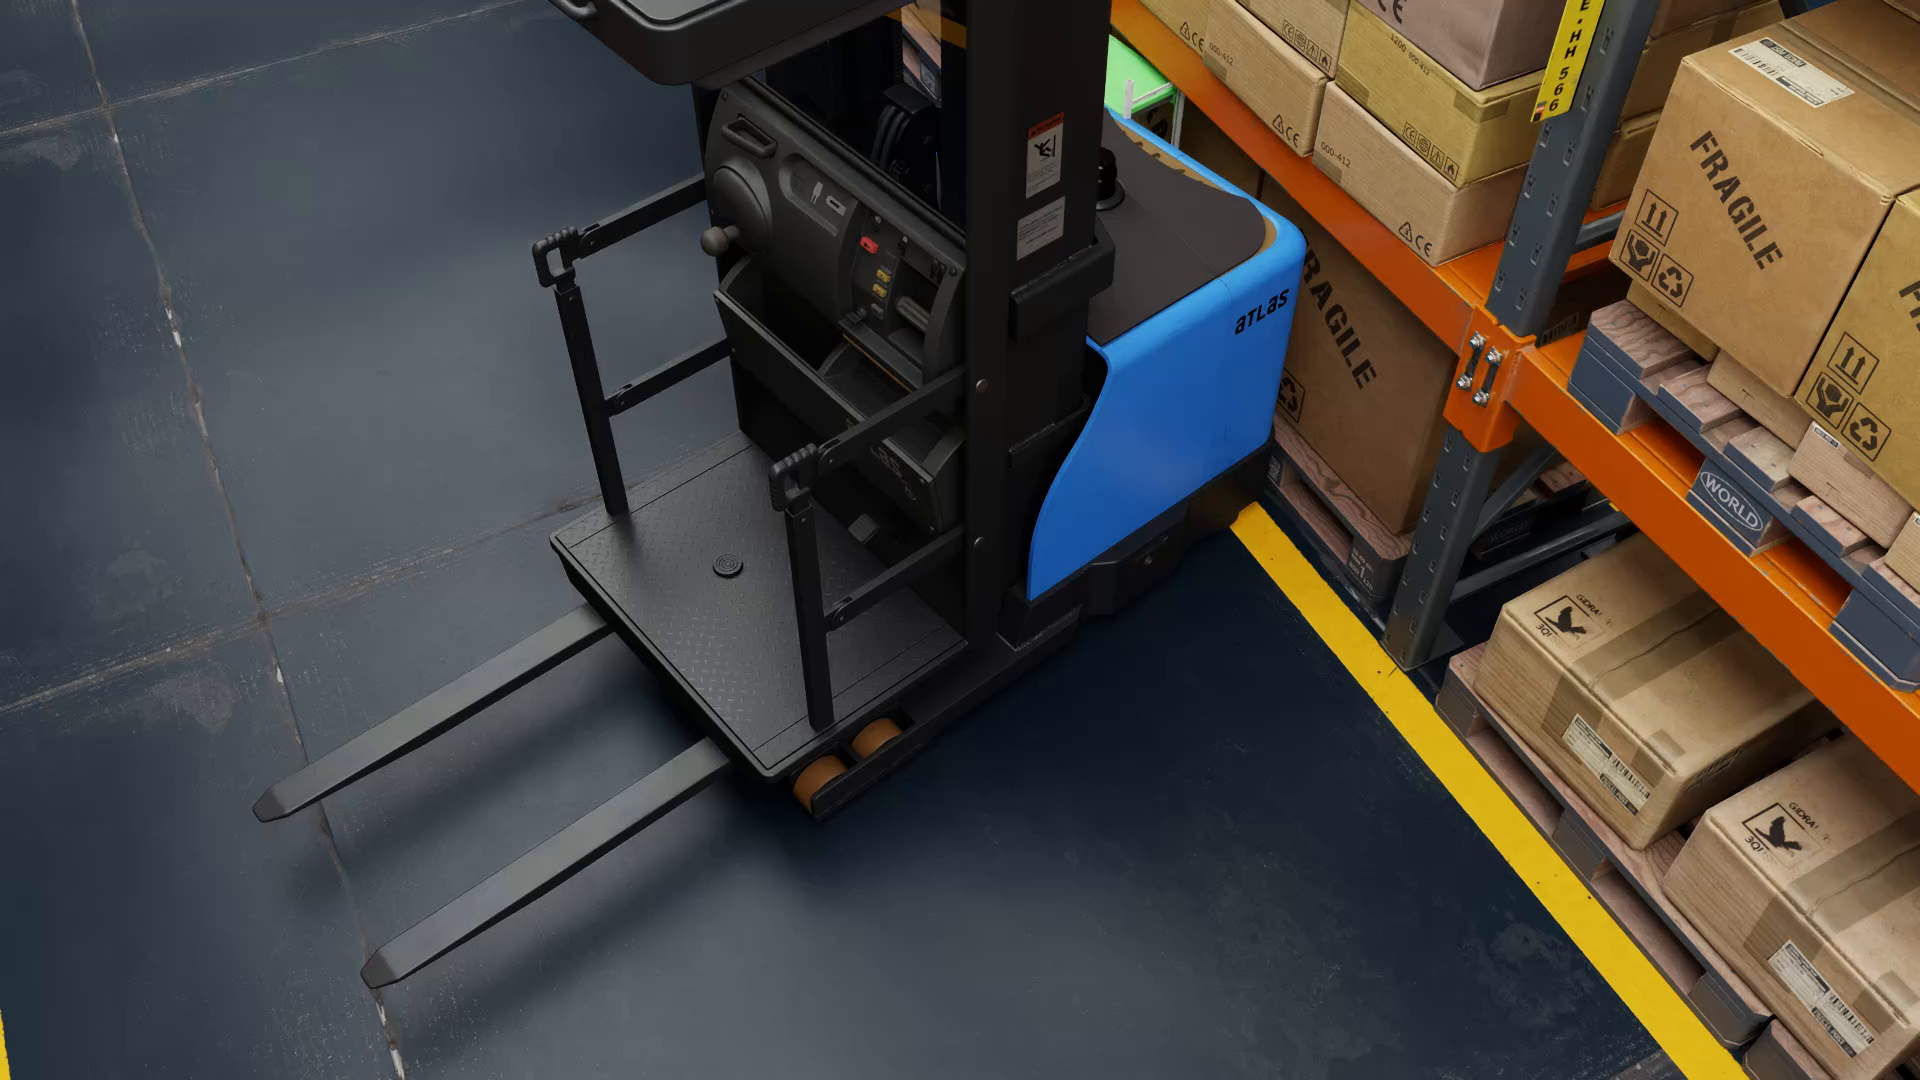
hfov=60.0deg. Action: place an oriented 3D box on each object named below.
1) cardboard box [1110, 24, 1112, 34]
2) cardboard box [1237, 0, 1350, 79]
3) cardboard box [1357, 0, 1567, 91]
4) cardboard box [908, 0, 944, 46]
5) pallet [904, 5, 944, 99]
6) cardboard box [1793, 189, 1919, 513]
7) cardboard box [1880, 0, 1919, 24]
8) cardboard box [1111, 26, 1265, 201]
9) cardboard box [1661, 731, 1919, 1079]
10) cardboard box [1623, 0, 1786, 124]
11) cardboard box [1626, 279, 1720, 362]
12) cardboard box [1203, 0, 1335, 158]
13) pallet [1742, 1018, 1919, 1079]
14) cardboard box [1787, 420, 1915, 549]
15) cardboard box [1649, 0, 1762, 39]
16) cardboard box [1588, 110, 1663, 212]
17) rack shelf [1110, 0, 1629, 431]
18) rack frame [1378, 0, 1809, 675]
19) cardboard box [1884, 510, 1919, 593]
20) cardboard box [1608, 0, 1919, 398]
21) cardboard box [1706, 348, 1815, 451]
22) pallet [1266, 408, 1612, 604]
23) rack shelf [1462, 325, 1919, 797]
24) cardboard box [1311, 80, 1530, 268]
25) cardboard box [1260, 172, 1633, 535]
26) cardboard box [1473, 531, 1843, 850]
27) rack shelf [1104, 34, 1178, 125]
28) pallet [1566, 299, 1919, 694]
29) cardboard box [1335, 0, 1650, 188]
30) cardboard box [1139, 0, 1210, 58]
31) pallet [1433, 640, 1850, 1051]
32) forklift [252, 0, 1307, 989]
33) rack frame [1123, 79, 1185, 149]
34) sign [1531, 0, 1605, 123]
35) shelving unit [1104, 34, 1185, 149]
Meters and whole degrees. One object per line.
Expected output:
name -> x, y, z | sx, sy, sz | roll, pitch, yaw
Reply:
cardboard box -> 0.670, -1.932, 6.079 | 0.875, 0.875, 0.875 | -20, 52, -16
cardboard box -> 1.040, -1.499, 4.336 | 0.500, 0.250, 0.500 | -22, 53, -18
cardboard box -> 1.256, -1.423, 3.771 | 0.500, 0.500, 0.500 | -22, 53, -18
cardboard box -> 0.250, -2.533, 6.606 | 0.875, 0.875, 0.875 | -20, 52, -16
pallet -> 0.315, -2.074, 6.923 | 1.003, 0.211, 1.213 | -21, 52, -18
cardboard box -> 1.970, -0.347, 3.018 | 0.500, 0.500, 0.500 | -19, 51, -16
cardboard box -> 2.181, -0.866, 3.471 | 0.500, 0.500, 0.500 | -23, 53, -19
cardboard box -> 1.079, -1.333, 5.556 | 0.875, 0.875, 0.875 | -21, 52, -17
cardboard box -> 2.320, 0.795, 4.029 | 0.950, 0.372, 0.625 | -22, 52, -18
cardboard box -> 1.713, -1.344, 4.201 | 0.500, 0.250, 0.500 | -22, 52, -18
cardboard box -> 1.709, -0.579, 3.651 | 0.380, 0.149, 0.250 | -24, 53, -20
cardboard box -> 1.015, -1.341, 4.530 | 0.500, 0.250, 0.500 | -20, 52, -17
pallet -> 2.636, 1.452, 3.840 | 1.003, 0.211, 1.213 | -21, 52, -18
cardboard box -> 1.893, -0.179, 3.302 | 0.380, 0.149, 0.250 | -24, 53, -20
cardboard box -> 1.717, -1.581, 3.910 | 0.500, 0.500, 0.500 | -23, 53, -19
cardboard box -> 1.725, -1.170, 4.380 | 0.500, 0.250, 0.500 | -22, 52, -18
rack shelf -> 0.810, -1.907, 5.403 | 1.077, 0.370, 4.000 | -21, 52, -18
rack frame -> 1.725, -0.805, 3.961 | 1.000, 3.000, 0.127 | -21, 52, -18
cardboard box -> 2.000, 0.012, 3.135 | 0.380, 0.149, 0.250 | -21, 52, -17
cardboard box -> 1.726, -0.693, 3.320 | 0.500, 0.500, 0.500 | -23, 53, -19
cardboard box -> 1.808, -0.378, 3.476 | 0.380, 0.149, 0.250 | -24, 53, -20
pallet -> 1.432, -0.441, 5.495 | 1.003, 0.211, 1.213 | -21, 52, -18
rack shelf -> 2.641, 0.770, 3.061 | 1.077, 0.370, 4.000 | -21, 52, -18
cardboard box -> 1.263, -1.005, 4.236 | 0.500, 0.250, 0.500 | -23, 53, -19
cardboard box -> 1.483, -0.735, 5.032 | 0.875, 0.875, 0.875 | -22, 52, -18
cardboard box -> 1.975, 0.303, 4.459 | 0.950, 0.372, 0.625 | -24, 53, -20
rack shelf -> 0.433, -1.417, 5.131 | 0.258, 0.148, 0.480 | -30, 57, -23
pallet -> 2.146, -0.302, 3.648 | 1.213, 0.211, 1.003 | -21, 52, -18
cardboard box -> 1.278, -1.157, 4.037 | 0.500, 0.250, 0.500 | -21, 52, -18
cardboard box -> 0.799, -1.684, 4.829 | 0.500, 0.250, 0.500 | -22, 52, -18
pallet -> 2.082, 0.637, 4.553 | 1.003, 0.211, 1.213 | -21, 52, -18
forklift -> -0.478, -0.661, 3.881 | 3.031, 2.935, 1.130 | -32, 56, -25
rack frame -> 0.579, -1.003, 5.330 | 0.240, 1.200, 0.015 | -30, 57, -23
sign -> 1.233, -0.993, 3.356 | 0.100, 0.325, 0.005 | -21, 52, -18
shelving unit -> 0.432, -1.153, 5.453 | 0.258, 1.200, 0.503 | -30, 57, -23
